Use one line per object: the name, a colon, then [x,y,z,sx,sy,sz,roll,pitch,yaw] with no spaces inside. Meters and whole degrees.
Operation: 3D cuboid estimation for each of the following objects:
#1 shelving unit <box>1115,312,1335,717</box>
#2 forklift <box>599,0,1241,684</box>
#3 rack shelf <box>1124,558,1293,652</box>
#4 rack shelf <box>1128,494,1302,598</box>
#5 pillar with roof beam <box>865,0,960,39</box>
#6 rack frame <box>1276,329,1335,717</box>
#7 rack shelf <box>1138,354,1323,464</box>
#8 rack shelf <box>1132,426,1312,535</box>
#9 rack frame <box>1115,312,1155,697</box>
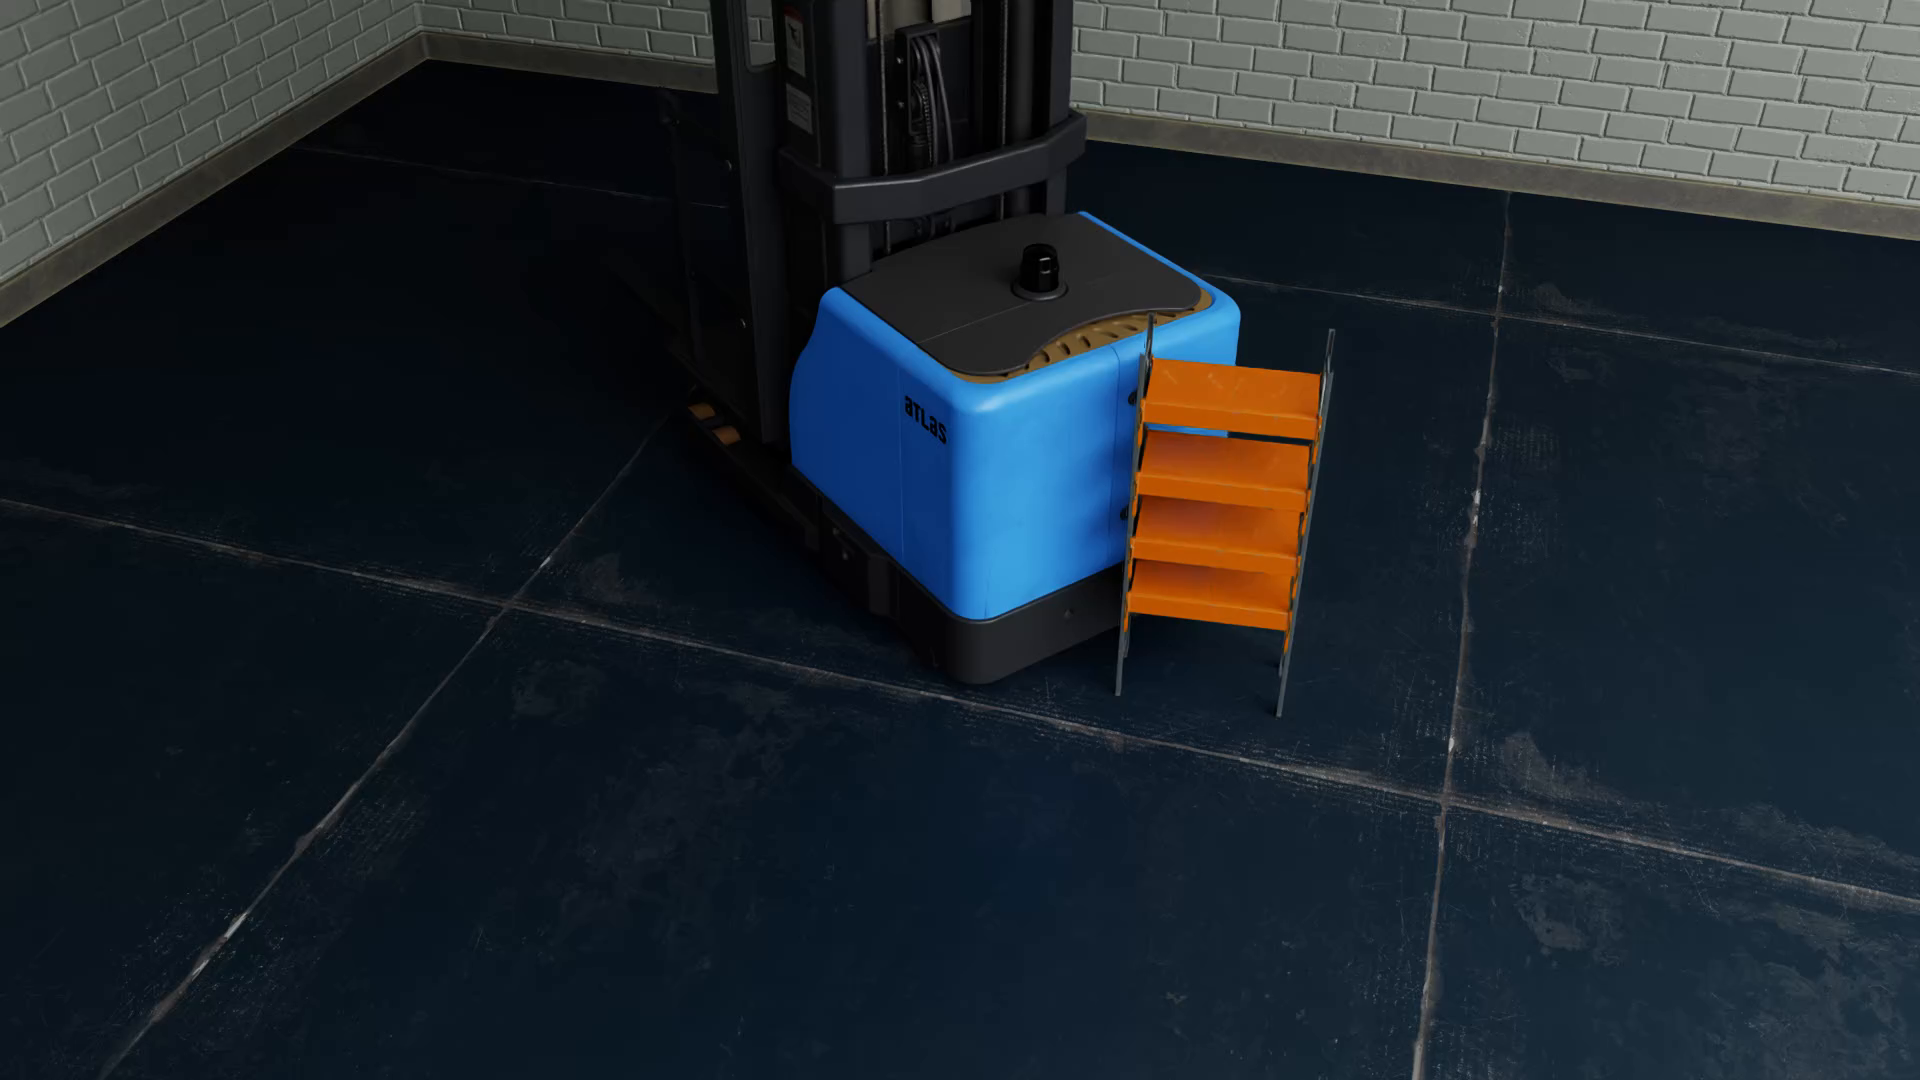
shelving unit: [0.745,-0.046,4.800,0.503,1.200,0.258,7,37,9]
forklift: [-0.396,-1.577,5.420,1.130,2.935,3.031,-22,42,-27]
rack shelf: [0.745,0.168,4.958,0.480,0.148,0.258,7,37,9]
rack shelf: [0.745,0.008,4.840,0.480,0.148,0.258,7,37,9]
pillar with roof beam: [-1.517,-3.339,2.695,0.400,9.000,9.100,10,38,14]
rack frame: [0.984,-0.018,4.762,0.015,1.200,0.240,7,37,9]
rack shelf: [0.745,-0.363,4.567,0.480,0.148,0.258,7,37,9]
rack shelf: [0.745,-0.172,4.707,0.480,0.148,0.258,7,37,9]
rack frame: [0.506,-0.074,4.838,0.015,1.200,0.240,7,37,9]
